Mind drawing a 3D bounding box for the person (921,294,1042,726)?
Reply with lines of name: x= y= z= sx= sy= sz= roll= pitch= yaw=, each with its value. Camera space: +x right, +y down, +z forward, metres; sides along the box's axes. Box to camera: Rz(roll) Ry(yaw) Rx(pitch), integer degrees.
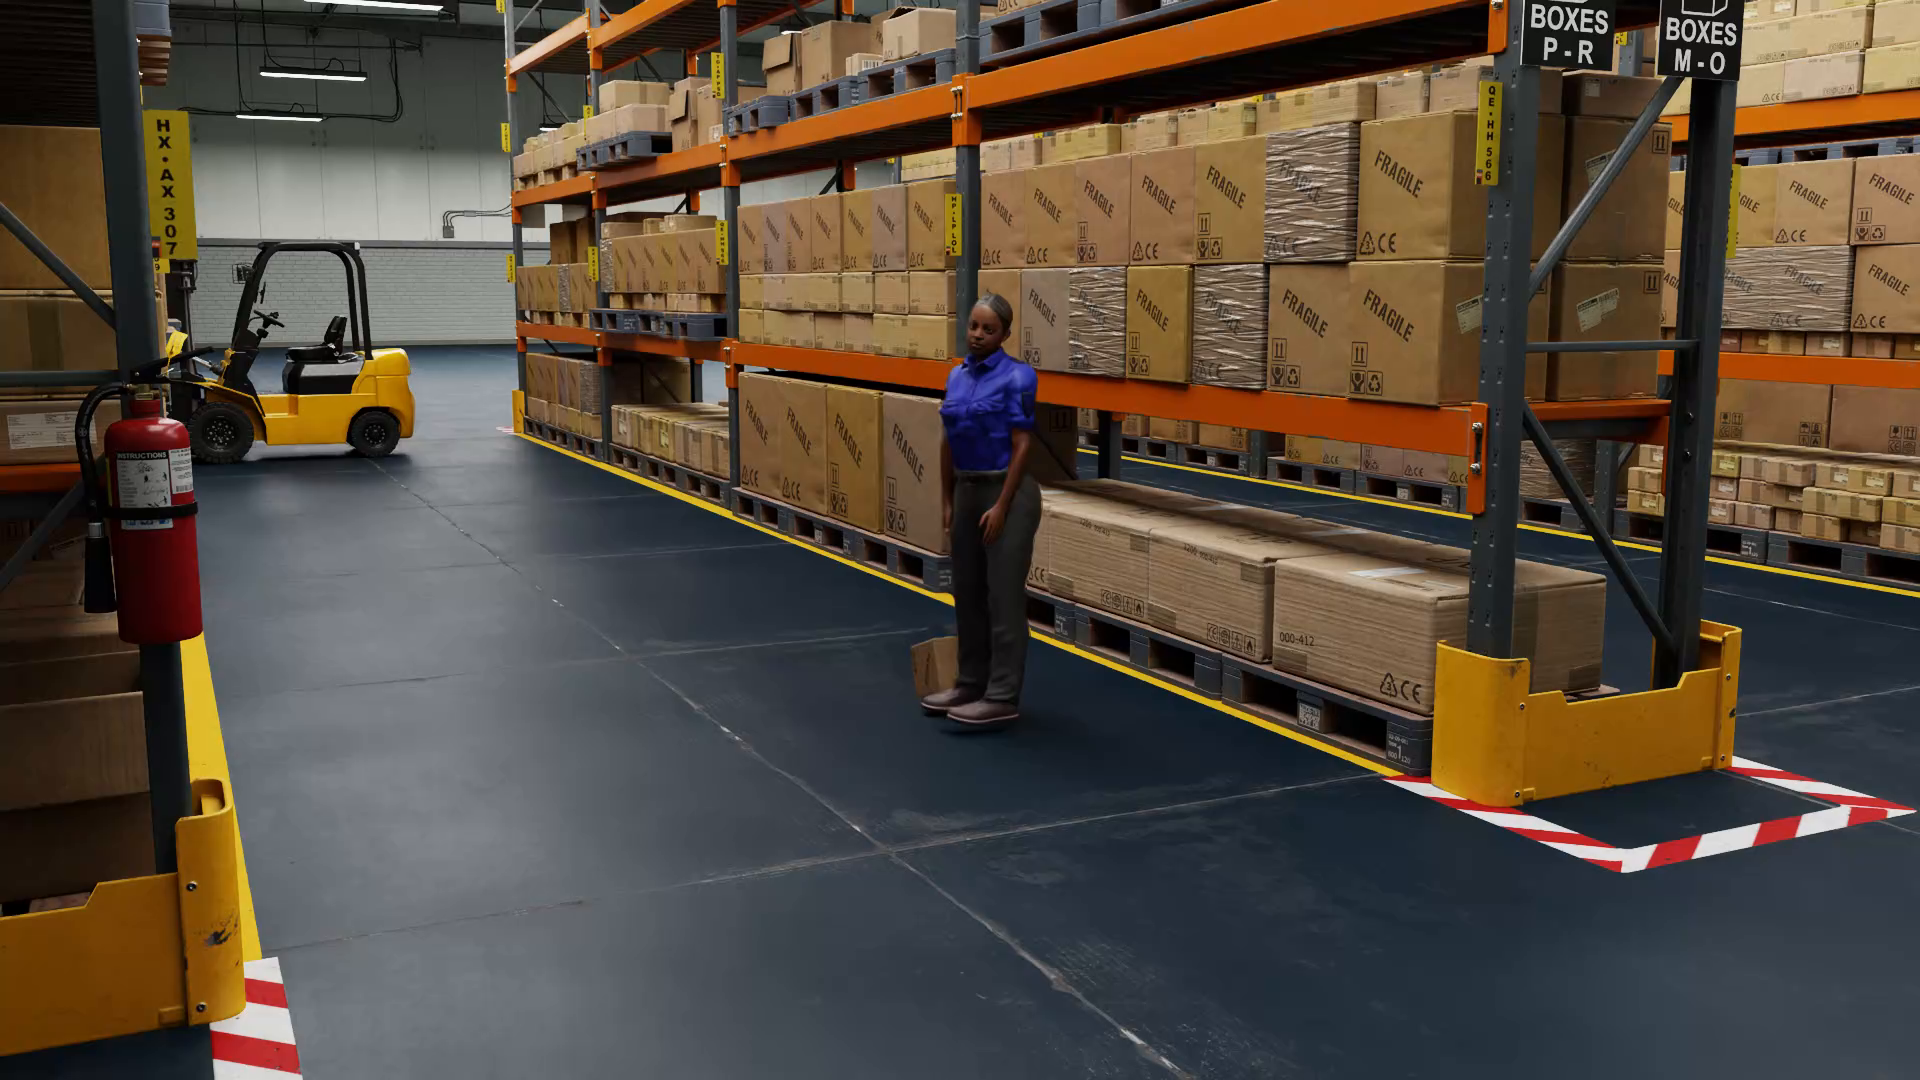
person: x=0.052 y=-0.118 z=6.479 sx=0.430 sy=1.667 sz=0.502 roll=-8 pitch=12 yaw=-44
